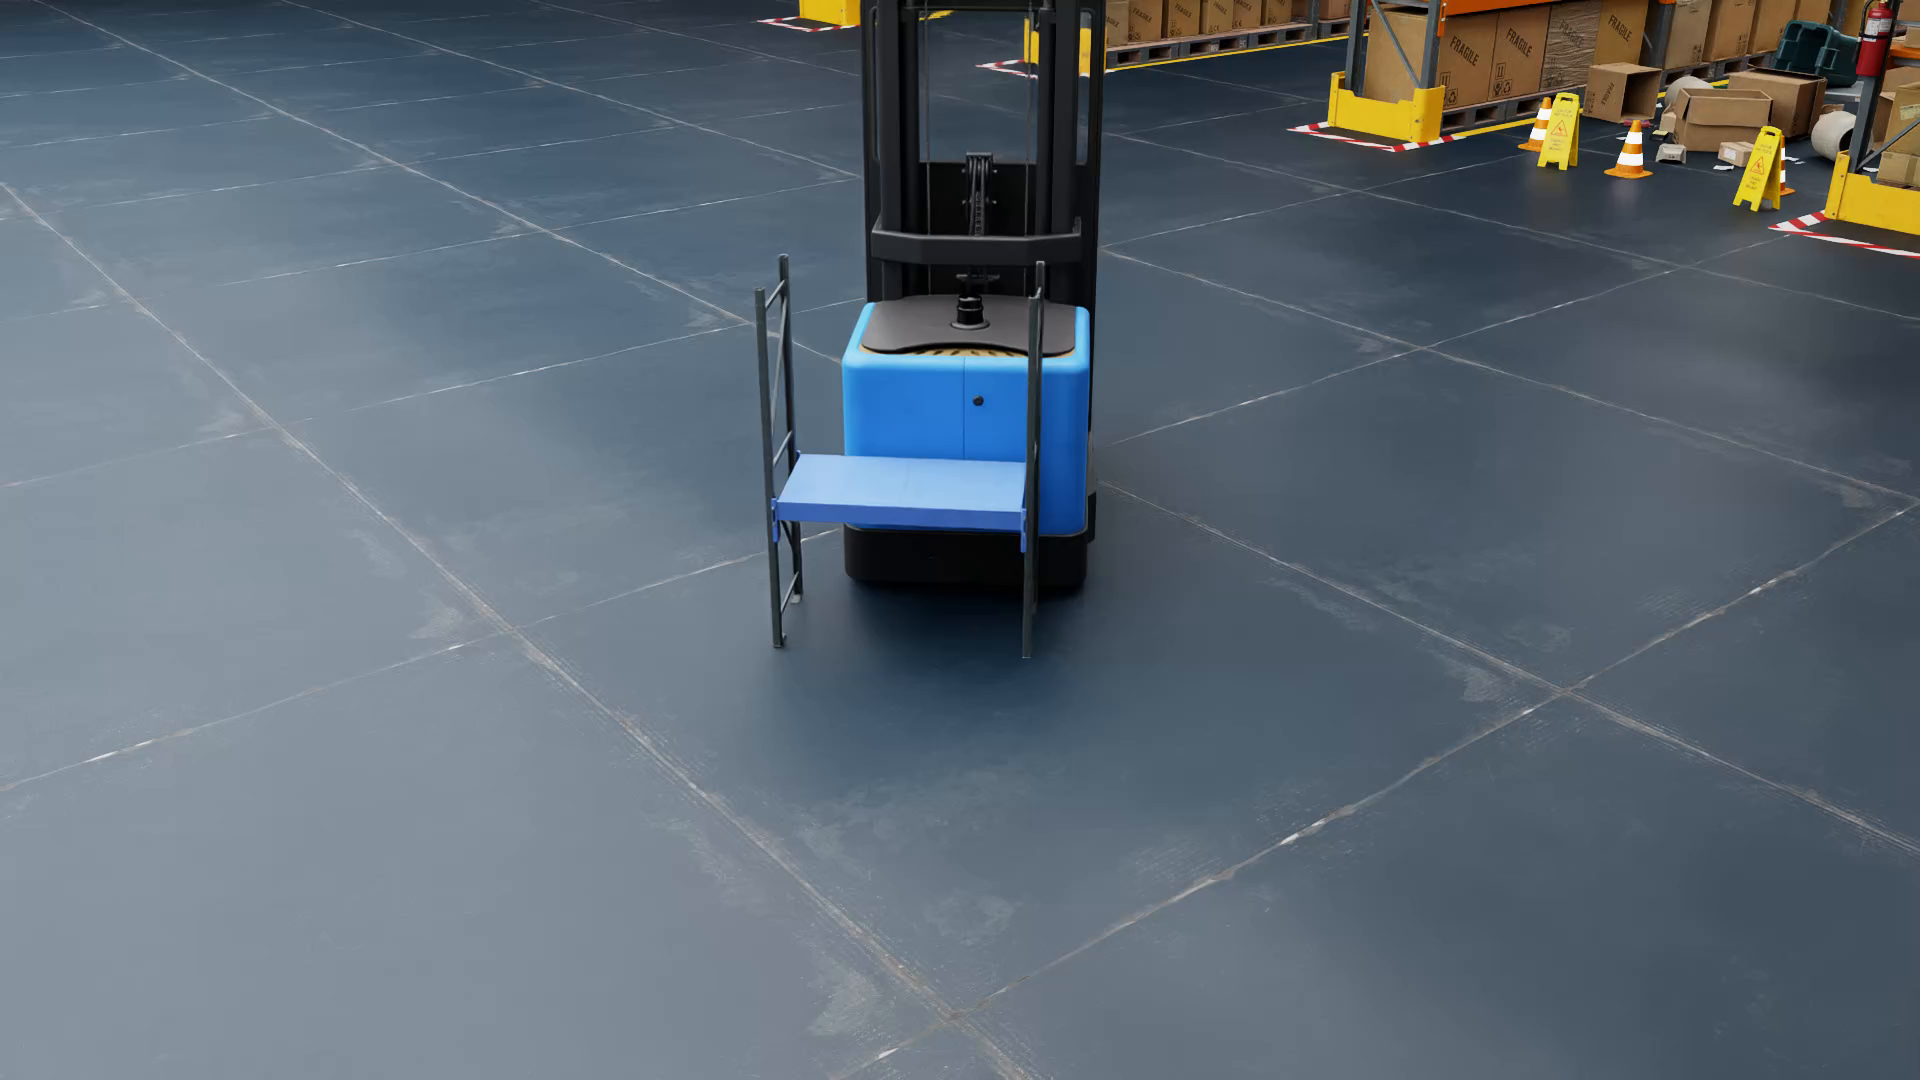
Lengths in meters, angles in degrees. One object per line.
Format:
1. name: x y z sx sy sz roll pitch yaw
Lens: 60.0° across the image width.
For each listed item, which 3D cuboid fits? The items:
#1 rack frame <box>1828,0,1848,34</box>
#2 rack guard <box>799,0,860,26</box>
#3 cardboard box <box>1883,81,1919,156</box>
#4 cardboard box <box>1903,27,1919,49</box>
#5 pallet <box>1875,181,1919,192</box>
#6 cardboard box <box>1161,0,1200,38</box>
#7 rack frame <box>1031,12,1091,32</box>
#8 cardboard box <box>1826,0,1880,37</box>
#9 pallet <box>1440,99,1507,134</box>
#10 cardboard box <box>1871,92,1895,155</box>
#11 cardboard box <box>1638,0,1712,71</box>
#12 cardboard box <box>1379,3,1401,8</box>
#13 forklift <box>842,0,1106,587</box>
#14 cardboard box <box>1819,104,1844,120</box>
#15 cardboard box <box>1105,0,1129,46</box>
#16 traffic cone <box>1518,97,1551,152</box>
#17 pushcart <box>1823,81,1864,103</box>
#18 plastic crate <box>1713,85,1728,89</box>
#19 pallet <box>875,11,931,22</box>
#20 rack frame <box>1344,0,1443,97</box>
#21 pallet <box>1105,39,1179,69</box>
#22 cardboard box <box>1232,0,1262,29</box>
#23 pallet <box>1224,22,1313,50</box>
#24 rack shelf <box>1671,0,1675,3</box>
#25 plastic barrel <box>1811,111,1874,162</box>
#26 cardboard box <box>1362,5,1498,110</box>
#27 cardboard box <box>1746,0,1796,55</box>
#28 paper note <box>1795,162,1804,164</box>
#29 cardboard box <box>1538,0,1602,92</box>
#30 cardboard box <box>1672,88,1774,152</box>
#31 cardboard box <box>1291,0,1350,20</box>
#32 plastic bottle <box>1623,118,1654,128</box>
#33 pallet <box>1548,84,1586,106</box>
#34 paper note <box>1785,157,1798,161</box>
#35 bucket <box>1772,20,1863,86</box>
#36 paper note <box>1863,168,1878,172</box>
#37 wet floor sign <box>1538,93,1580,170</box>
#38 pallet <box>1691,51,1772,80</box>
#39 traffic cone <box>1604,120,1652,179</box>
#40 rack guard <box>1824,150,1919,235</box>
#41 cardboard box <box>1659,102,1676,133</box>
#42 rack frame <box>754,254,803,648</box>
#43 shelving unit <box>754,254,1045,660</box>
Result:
1. rack frame: 10.472 -7.467 20.242 0.127 3.000 1.000 -18 31 -34
2. rack guard: -1.830 -7.601 23.499 0.348 0.500 1.175 -18 31 -34
3. cardboard box: 7.780 -3.354 13.254 0.500 0.500 0.500 -18 30 -34
4. cardboard box: 7.473 -3.830 12.702 0.250 0.149 0.380 -17 30 -32
5. pallet: 8.031 -2.730 13.346 1.213 0.211 1.003 -18 31 -34
6. cardboard box: 2.651 -6.595 20.832 0.500 0.500 0.500 -15 29 -29
7. rack frame: 1.195 -7.059 19.361 0.127 3.000 1.000 -18 31 -34
8. cardboard box: 11.186 -6.623 20.893 0.500 0.500 0.500 -20 31 -36
9. pallet: 4.757 -4.358 16.854 1.213 0.211 1.003 -18 31 -34
10. cardboard box: 8.775 -3.854 15.423 0.500 0.500 0.500 1 25 2
11. cardboard box: 7.757 -5.789 18.800 0.750 0.750 1.050 -18 31 -34
12. cardboard box: 5.666 -7.579 22.929 0.500 0.500 0.700 -21 32 -38
13. forklift: 0.119 -1.711 7.921 1.130 2.935 3.031 2 25 4
14. cardboard box: 8.493 -4.074 16.178 0.258 0.266 0.396 5 25 11
15. cardboard box: 1.697 -6.272 20.136 0.500 0.500 0.500 -12 28 -25
16. traffic cone: 5.471 -3.906 15.582 0.334 0.463 0.336 -18 31 -34
17. pushcart: 9.012 -4.368 16.678 1.648 0.377 0.936 15 29 29
18. plastic crate: 7.996 -4.700 17.550 0.662 0.188 0.450 -3 15 -7
19. pallet: -1.188 -7.679 24.010 1.213 0.211 1.003 -18 31 -34
20. rack frame: 4.176 -5.389 15.764 0.127 3.000 1.000 -18 31 -34
21. pallet: 1.916 -6.013 20.420 1.213 0.211 1.003 -18 31 -34
22. cardboard box: 3.558 -6.912 21.516 0.500 0.500 0.500 -9 26 -18
23. pallet: 3.836 -6.647 21.786 1.213 0.211 1.003 -18 31 -34
24. rack shelf: 8.898 -6.622 19.274 4.000 0.370 1.077 -18 31 -34
25. plastic barrel: 8.002 -3.645 15.066 0.421 0.421 0.512 1 25 2
26. cardboard box: 4.669 -4.814 16.550 0.875 0.875 0.875 -18 30 -34
27. cardboard box: 9.251 -6.281 19.859 0.750 0.750 1.050 -18 30 -33
28. paper note: 7.612 -3.418 15.067 0.123 0.001 0.032 -18 31 -34
29. cardboard box: 6.079 -5.279 17.552 0.875 0.875 0.875 -18 30 -34
30. cardboard box: 7.130 -3.938 15.603 0.797 0.503 0.637 5 25 11
31. cardboard box: 4.839 -7.316 22.362 0.500 0.500 0.700 -21 32 -38
32. plastic bottle: 6.785 -4.156 16.598 0.283 0.061 0.133 15 29 29
33. pallet: 6.677 -4.992 18.220 1.213 0.211 1.003 -18 31 -34
34. paper note: 7.587 -3.500 15.233 0.142 0.019 0.148 -8 26 -16
35. bucket: 8.640 -4.834 16.650 0.620 0.611 0.726 2 23 -21
36. paper note: 8.114 -3.301 14.792 0.142 0.019 0.148 15 29 29
37. wet floor sign: 5.375 -3.658 14.830 0.267 0.644 0.232 21 32 37
38. pallet: 8.845 -5.708 19.762 1.213 0.211 1.003 -18 31 -34
39. traffic cone: 5.900 -3.443 14.585 0.334 0.463 0.336 -18 31 -34
40. rack guard: 7.370 -2.662 12.856 0.348 0.500 1.175 -18 31 -34
41. cardboard box: 7.108 -4.132 16.302 0.258 0.266 0.396 -13 28 -25
42. rack frame: -0.720 -0.346 6.679 0.032 1.500 0.500 2 25 5
43. shelving unit: -0.215 -0.325 6.633 1.048 1.500 0.538 2 25 5
